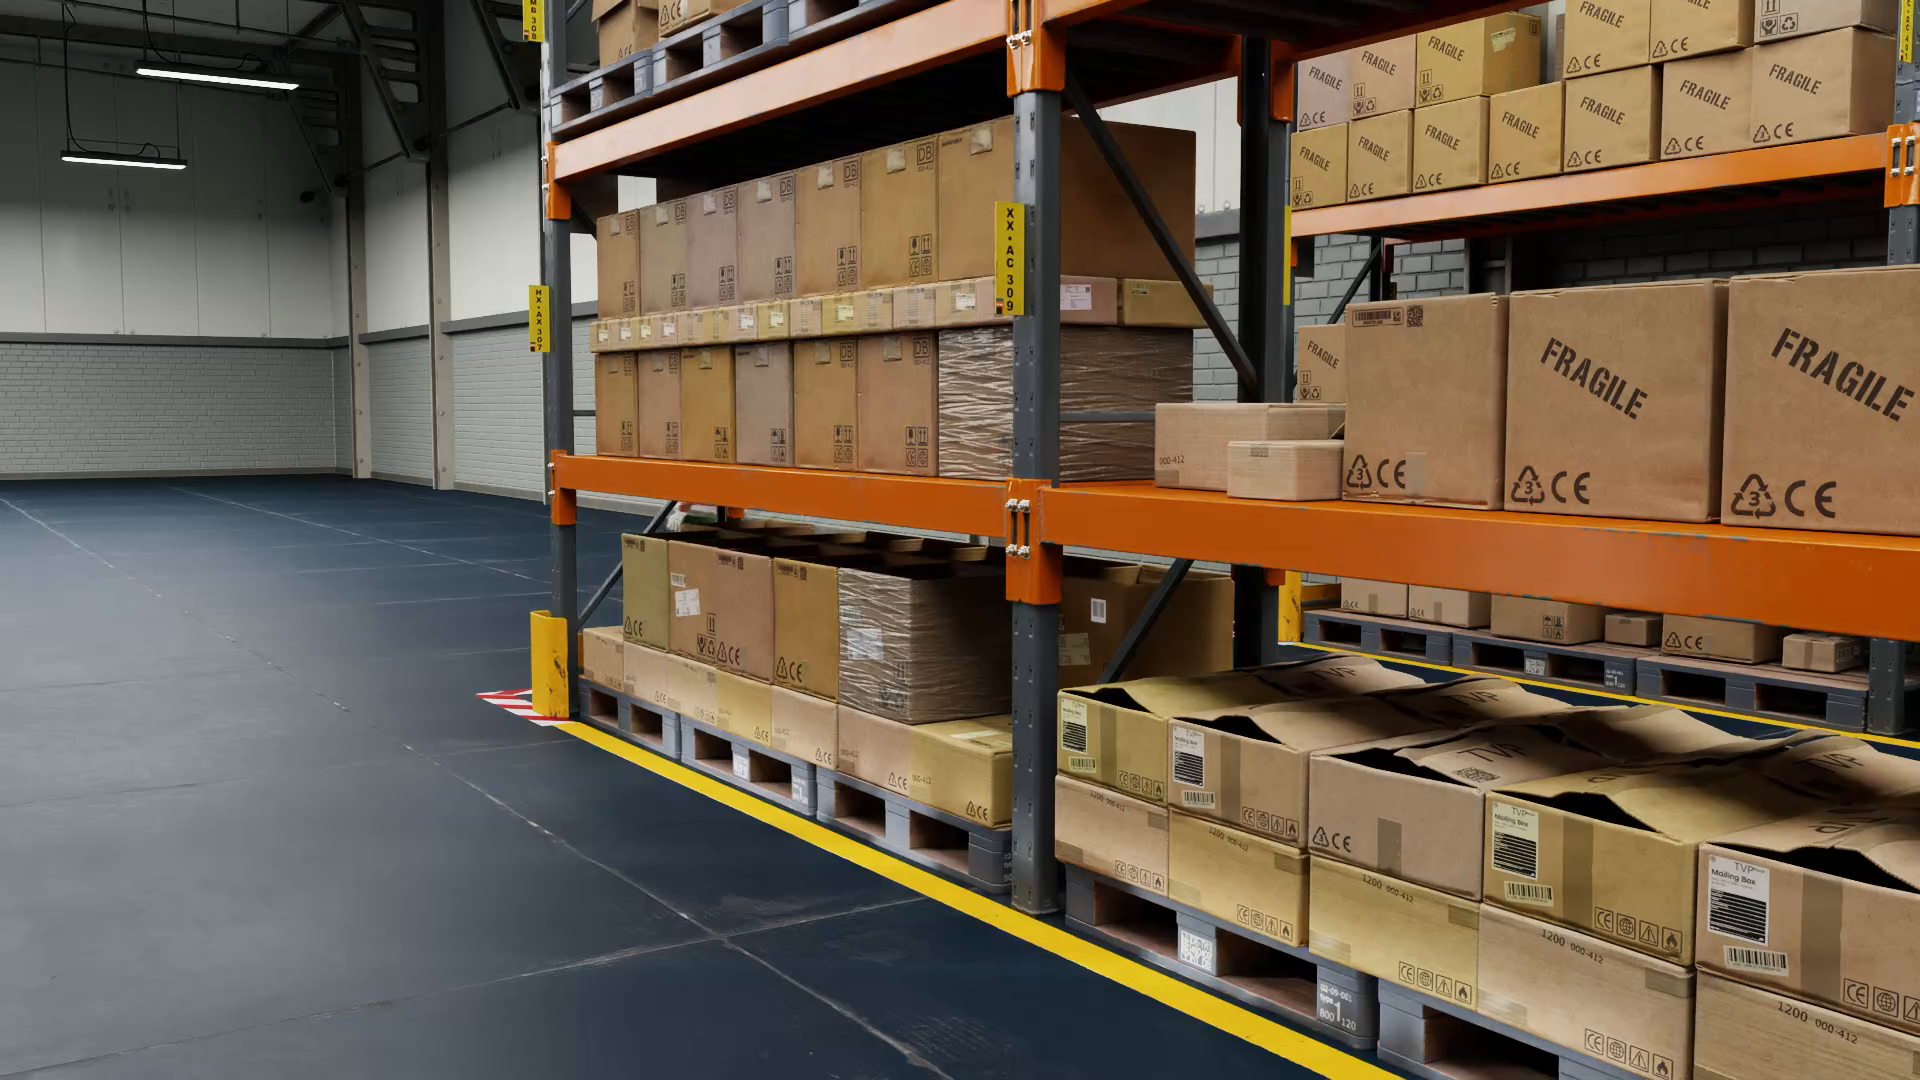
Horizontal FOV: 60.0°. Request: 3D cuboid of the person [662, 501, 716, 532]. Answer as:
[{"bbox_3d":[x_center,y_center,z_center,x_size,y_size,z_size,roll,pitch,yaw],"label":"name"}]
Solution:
[{"bbox_3d":[-1.597,-0.149,9.995,0.560,1.775,0.576,1,5,8],"label":"person"}]
